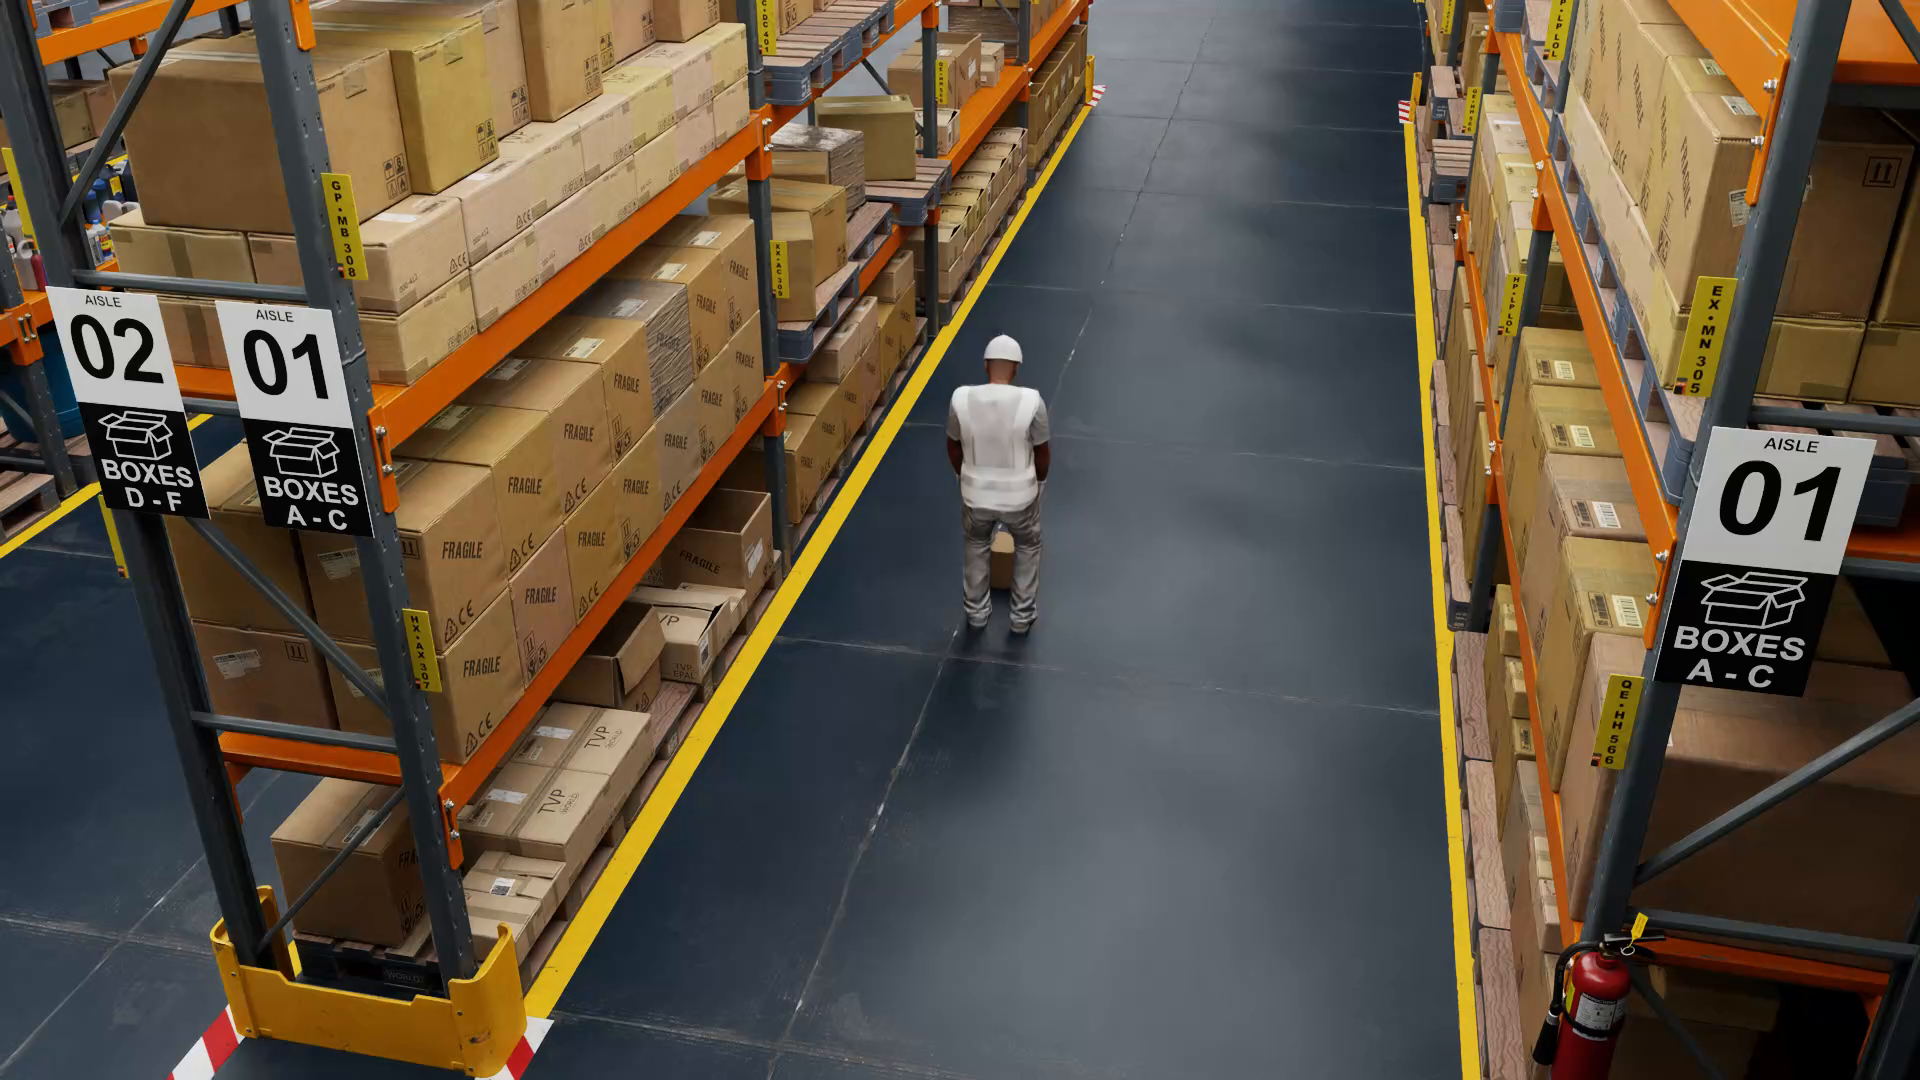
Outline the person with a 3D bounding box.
[{"bbox_3d":[0.206,-0.291,9.232,0.584,1.695,0.517,7,29,12],"label":"person"}]
